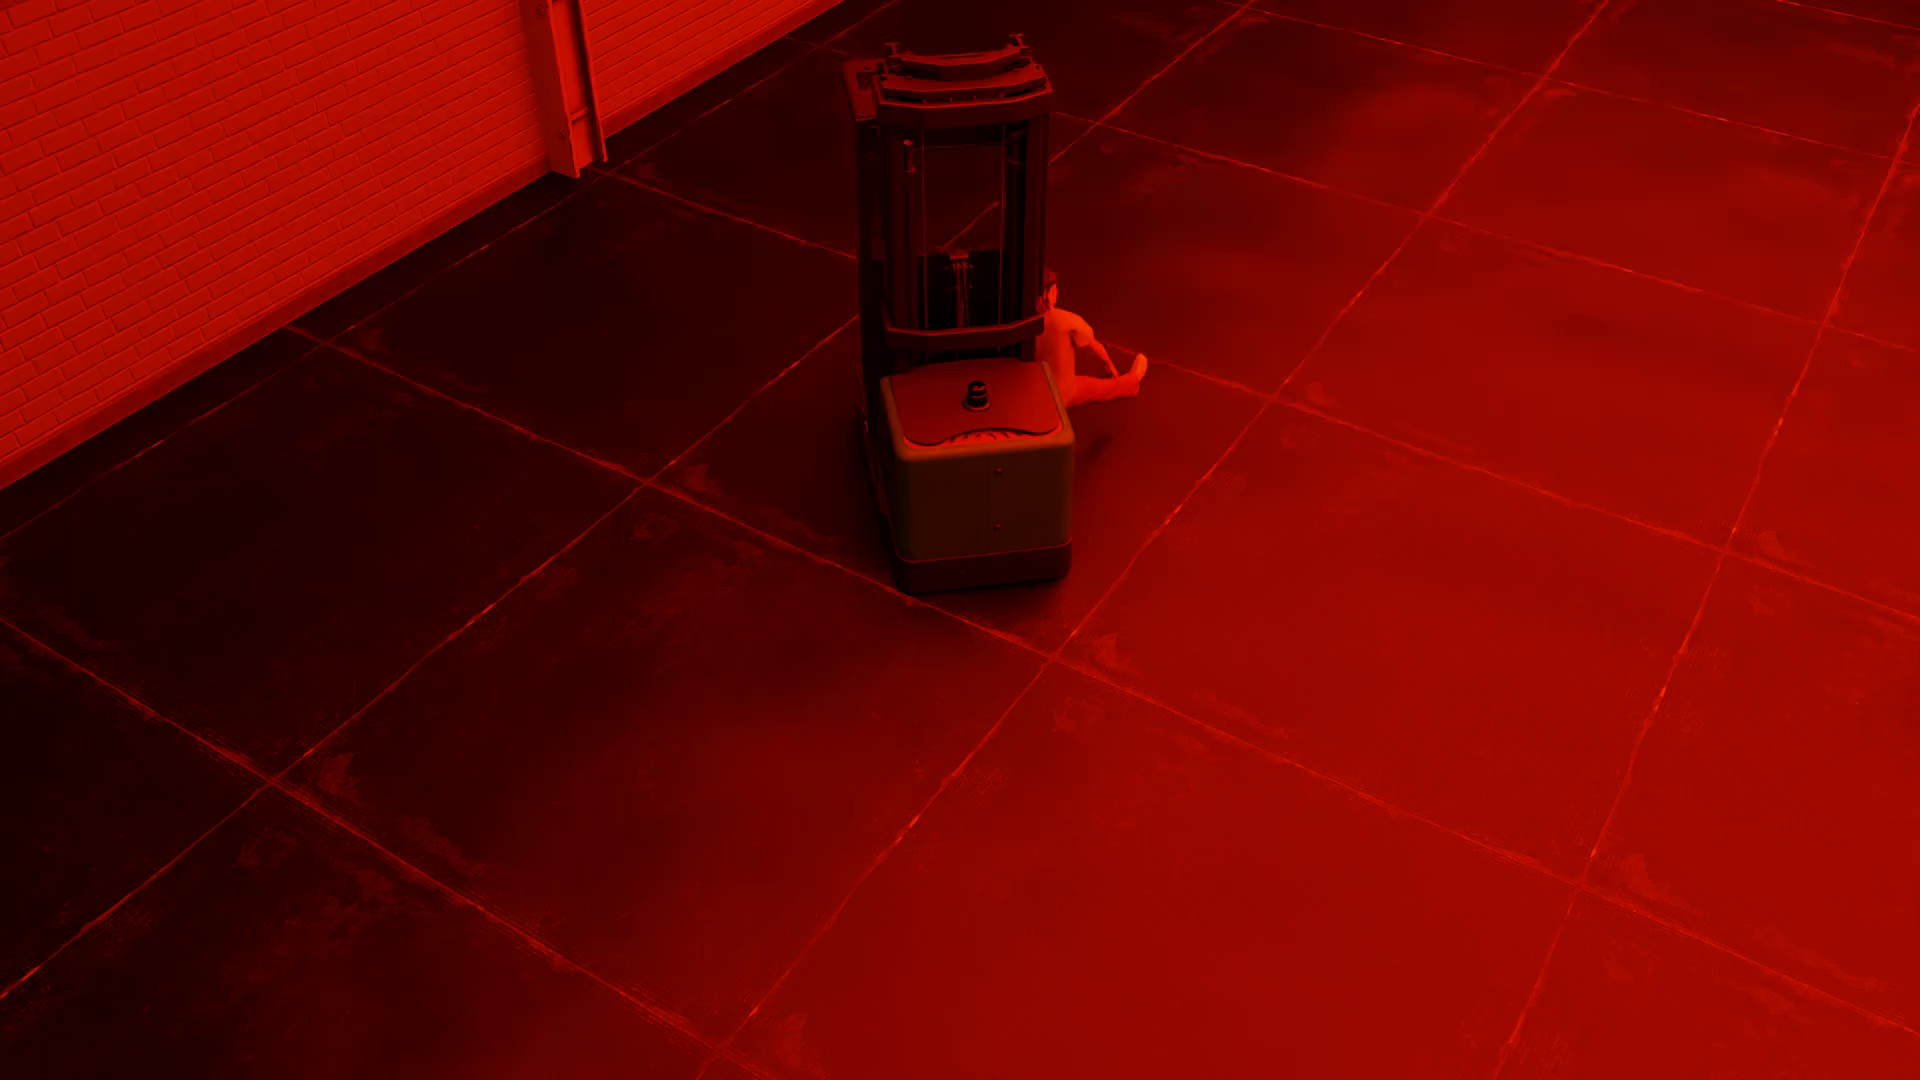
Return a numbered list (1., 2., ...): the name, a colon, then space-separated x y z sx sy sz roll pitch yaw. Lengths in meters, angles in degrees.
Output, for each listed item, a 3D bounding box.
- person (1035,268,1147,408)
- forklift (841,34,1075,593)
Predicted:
1. person: 0.593 -1.206 10.613 0.925 1.307 1.158 17 43 19
2. forklift: -0.084 -1.763 10.047 1.130 2.935 3.031 -6 41 -7
